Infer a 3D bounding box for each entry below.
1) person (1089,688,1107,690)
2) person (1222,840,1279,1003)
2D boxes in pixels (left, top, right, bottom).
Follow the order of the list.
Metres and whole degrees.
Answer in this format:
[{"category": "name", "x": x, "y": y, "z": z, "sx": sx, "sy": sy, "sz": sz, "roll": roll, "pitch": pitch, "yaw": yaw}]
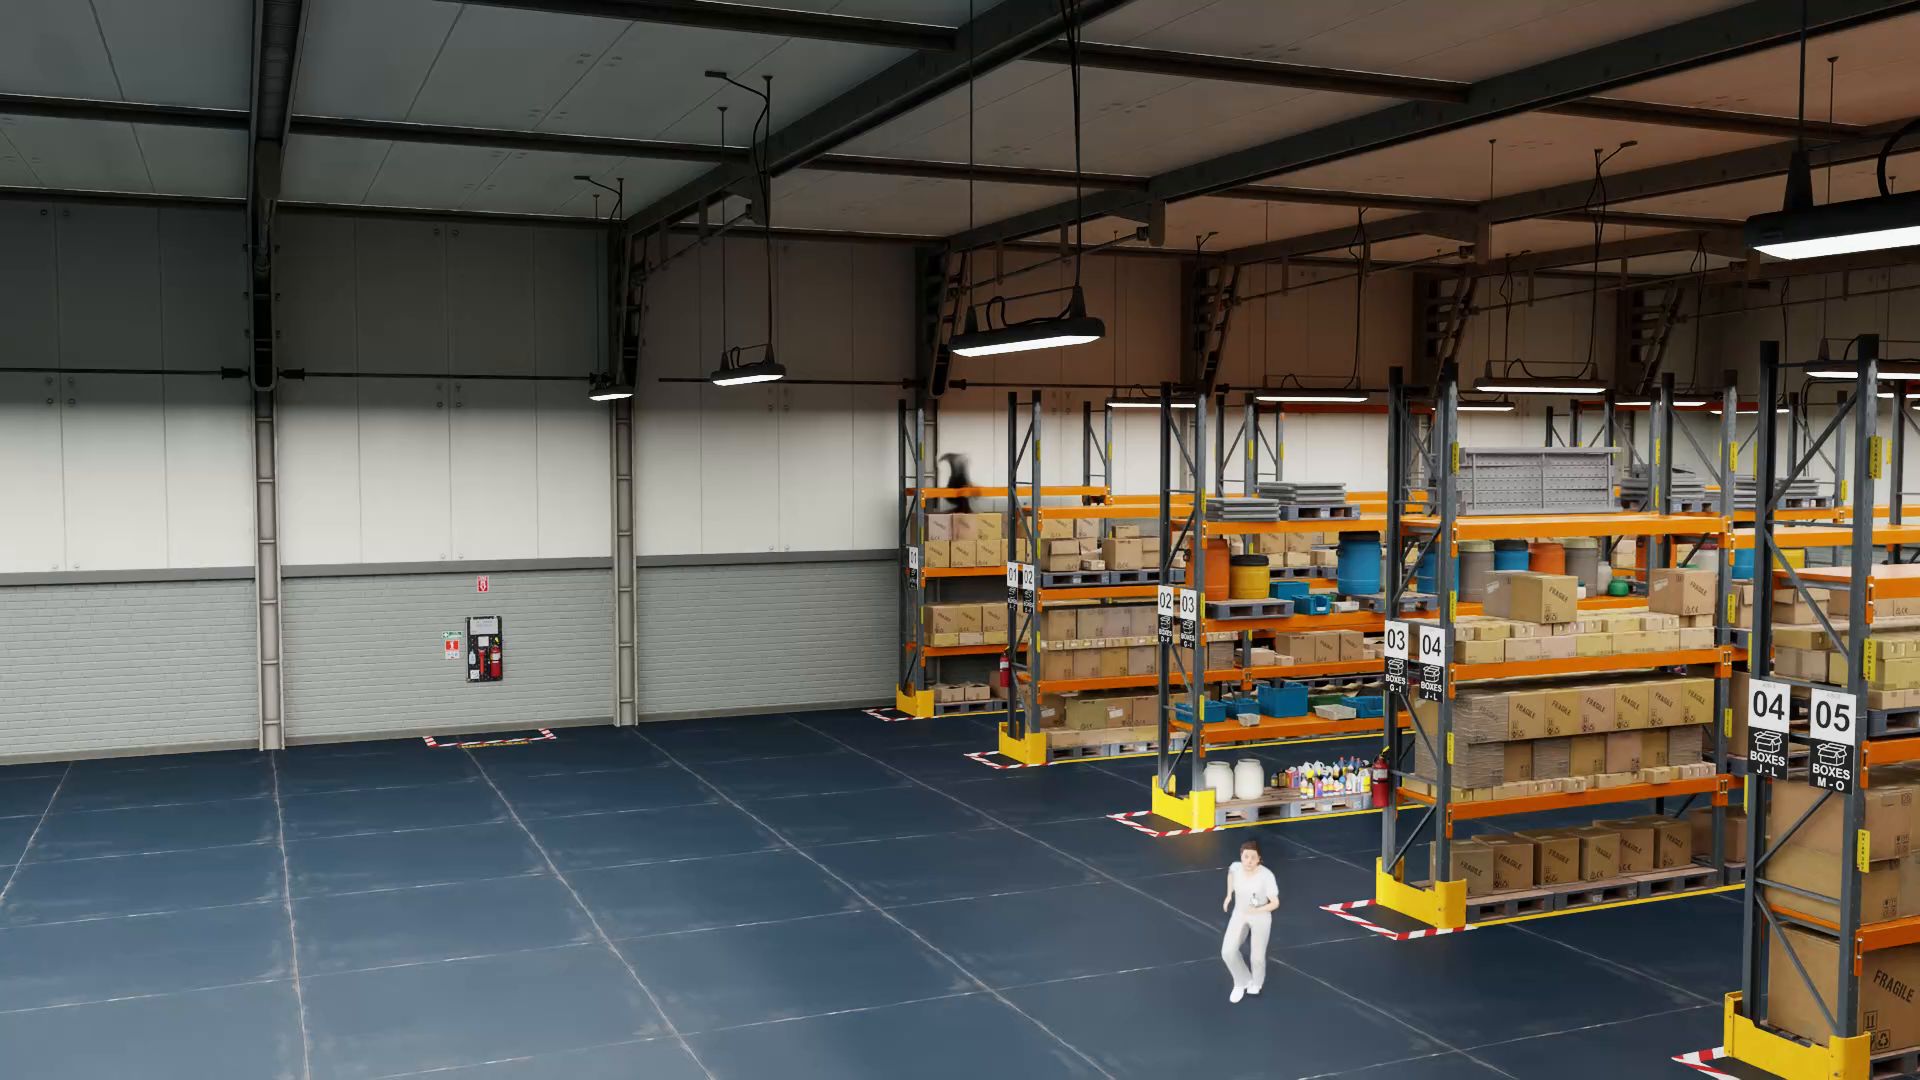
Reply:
[{"category": "person", "x": 2.608, "y": 2.493, "z": 30.663, "sx": 0.779, "sy": 1.730, "sz": 0.679, "roll": -2, "pitch": 4, "yaw": -32}, {"category": "person", "x": 2.666, "y": 3.478, "z": 15.235, "sx": 0.585, "sy": 1.540, "sz": 0.940, "roll": 1, "pitch": 4, "yaw": 23}]
